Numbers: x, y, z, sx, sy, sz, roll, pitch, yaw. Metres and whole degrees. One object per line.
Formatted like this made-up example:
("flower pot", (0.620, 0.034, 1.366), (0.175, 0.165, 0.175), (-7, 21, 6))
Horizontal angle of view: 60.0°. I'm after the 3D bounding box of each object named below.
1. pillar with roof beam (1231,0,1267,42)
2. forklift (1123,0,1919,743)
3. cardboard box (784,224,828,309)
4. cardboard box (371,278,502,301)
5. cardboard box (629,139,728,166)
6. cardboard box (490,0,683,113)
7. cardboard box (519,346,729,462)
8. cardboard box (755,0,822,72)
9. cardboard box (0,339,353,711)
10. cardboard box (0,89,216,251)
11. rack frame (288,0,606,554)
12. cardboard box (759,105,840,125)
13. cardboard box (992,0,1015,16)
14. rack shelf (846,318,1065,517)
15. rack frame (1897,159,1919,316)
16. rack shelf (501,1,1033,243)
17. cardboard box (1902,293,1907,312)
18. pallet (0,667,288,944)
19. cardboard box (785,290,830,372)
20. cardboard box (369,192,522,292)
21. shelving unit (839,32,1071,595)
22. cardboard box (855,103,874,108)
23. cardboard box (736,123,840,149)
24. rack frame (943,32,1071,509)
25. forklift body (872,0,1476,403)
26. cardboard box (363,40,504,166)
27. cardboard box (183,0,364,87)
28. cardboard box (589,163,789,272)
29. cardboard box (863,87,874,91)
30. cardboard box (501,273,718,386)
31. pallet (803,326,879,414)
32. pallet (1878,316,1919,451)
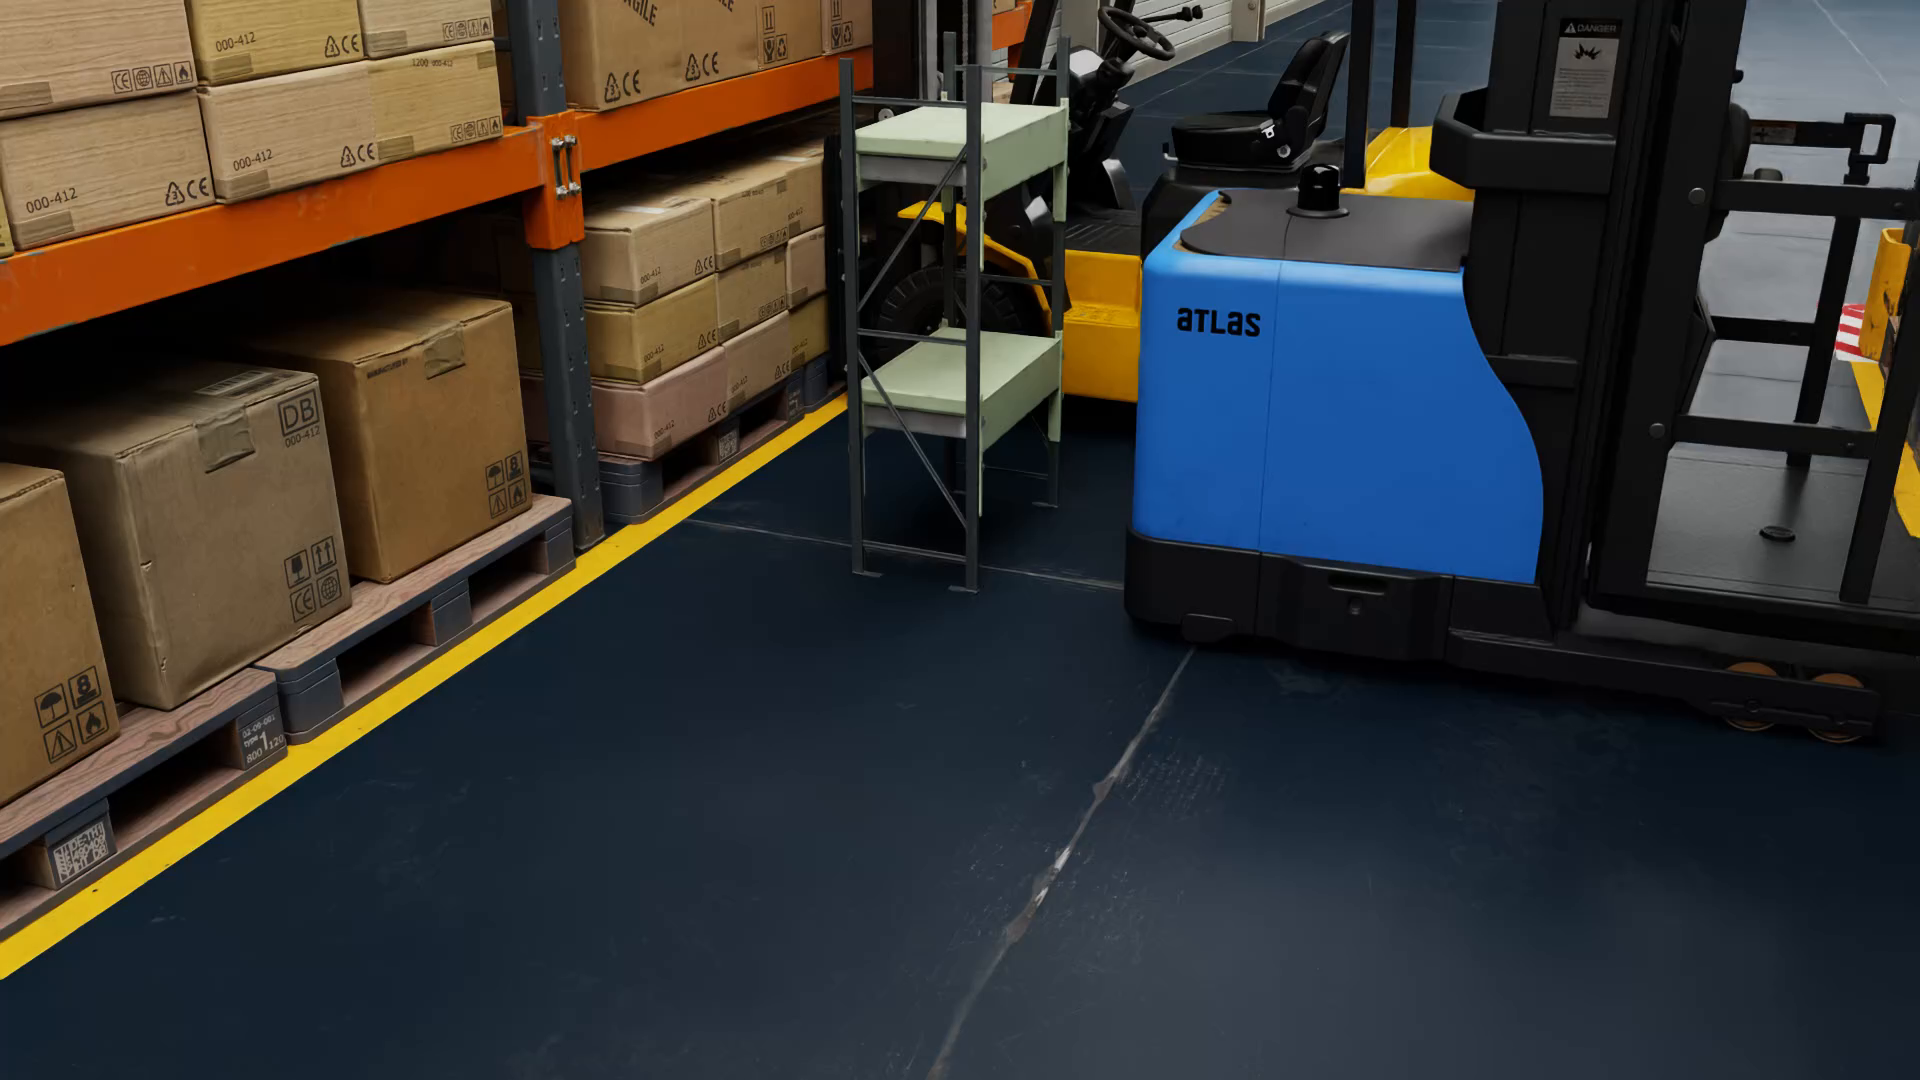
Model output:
("pillar with roof beam", (7.239, -9.193, 15.584), (9.100, 9.000, 0.400), (9, 24, 20))
("forklift", (2.030, -1.086, 4.048), (3.031, 2.935, 1.130), (7, 24, 17))
("cardboard box", (-0.757, -1.079, 6.316), (0.500, 0.250, 0.500), (9, 24, 20))
("cardboard box", (-1.615, -0.795, 5.635), (0.500, 0.250, 0.500), (8, 24, 19))
("cardboard box", (-1.228, -1.388, 6.408), (0.500, 0.250, 0.500), (9, 24, 20))
("cardboard box", (-1.198, -1.603, 5.067), (0.500, 0.500, 0.500), (8, 24, 19))
("cardboard box", (-1.118, -0.486, 5.545), (0.500, 0.250, 0.500), (9, 24, 21))
("cardboard box", (-0.833, -1.973, 5.953), (0.500, 0.500, 0.500), (9, 24, 20))
("cardboard box", (-2.084, -0.069, 4.059), (0.875, 0.625, 0.625), (9, 24, 20))
("cardboard box", (-1.944, -0.795, 3.455), (0.500, 0.250, 0.500), (9, 24, 20))
("rack frame", (-1.606, -1.436, 4.795), (1.000, 3.000, 0.127), (9, 24, 20))
("cardboard box", (-0.852, -1.752, 7.278), (0.500, 0.250, 0.500), (9, 24, 20))
("cardboard box", (-0.059, -2.700, 7.691), (0.500, 0.500, 0.500), (8, 24, 19))
("rack shelf", (0.002, -0.394, 5.092), (0.431, 0.370, 0.720), (9, 24, 20))
("rack frame", (4.490, -2.158, 6.524), (1.000, 3.000, 0.127), (9, 24, 20))
("rack shelf", (-0.863, -1.819, 6.648), (1.077, 0.370, 4.000), (9, 24, 20))
("cardboard box", (3.934, -0.834, 6.377), (0.500, 0.250, 0.500), (9, 24, 20))
("pallet", (-2.295, 0.558, 3.640), (1.003, 0.211, 1.213), (9, 24, 20))
("cardboard box", (-0.768, -0.856, 6.431), (0.500, 0.250, 0.500), (9, 24, 21))
("cardboard box", (-1.602, -1.026, 5.540), (0.500, 0.250, 0.500), (9, 24, 21))
("shelving unit", (0.002, -0.694, 4.967), (0.431, 1.500, 0.755), (9, 24, 20))
("cardboard box", (-0.185, -1.861, 7.538), (0.500, 0.250, 0.500), (9, 24, 21))
("cardboard box", (-0.559, -1.498, 6.671), (0.500, 0.250, 0.500), (8, 24, 19))
("rack frame", (0.138, -0.825, 5.280), (0.400, 1.500, 0.023), (9, 24, 20))
("forklift body", (0.870, -1.536, 6.136), (2.313, 2.155, 1.214), (9, 24, 20))
("cardboard box", (-1.550, -1.149, 4.303), (0.500, 0.250, 0.500), (9, 24, 21))
("cardboard box", (-1.735, -1.200, 3.776), (0.500, 0.250, 0.500), (8, 24, 19))
("cardboard box", (-0.935, -1.132, 5.793), (0.500, 0.250, 0.500), (9, 24, 20))
("cardboard box", (-0.474, -2.109, 8.132), (0.500, 0.250, 0.500), (8, 24, 19))
("cardboard box", (-1.139, -0.720, 5.457), (0.500, 0.250, 0.500), (9, 24, 20))
("pallet", (-0.820, -0.866, 7.049), (1.003, 0.211, 1.213), (9, 24, 20))
("pallet", (4.127, -0.558, 6.313), (1.003, 0.211, 1.213), (9, 24, 20))
